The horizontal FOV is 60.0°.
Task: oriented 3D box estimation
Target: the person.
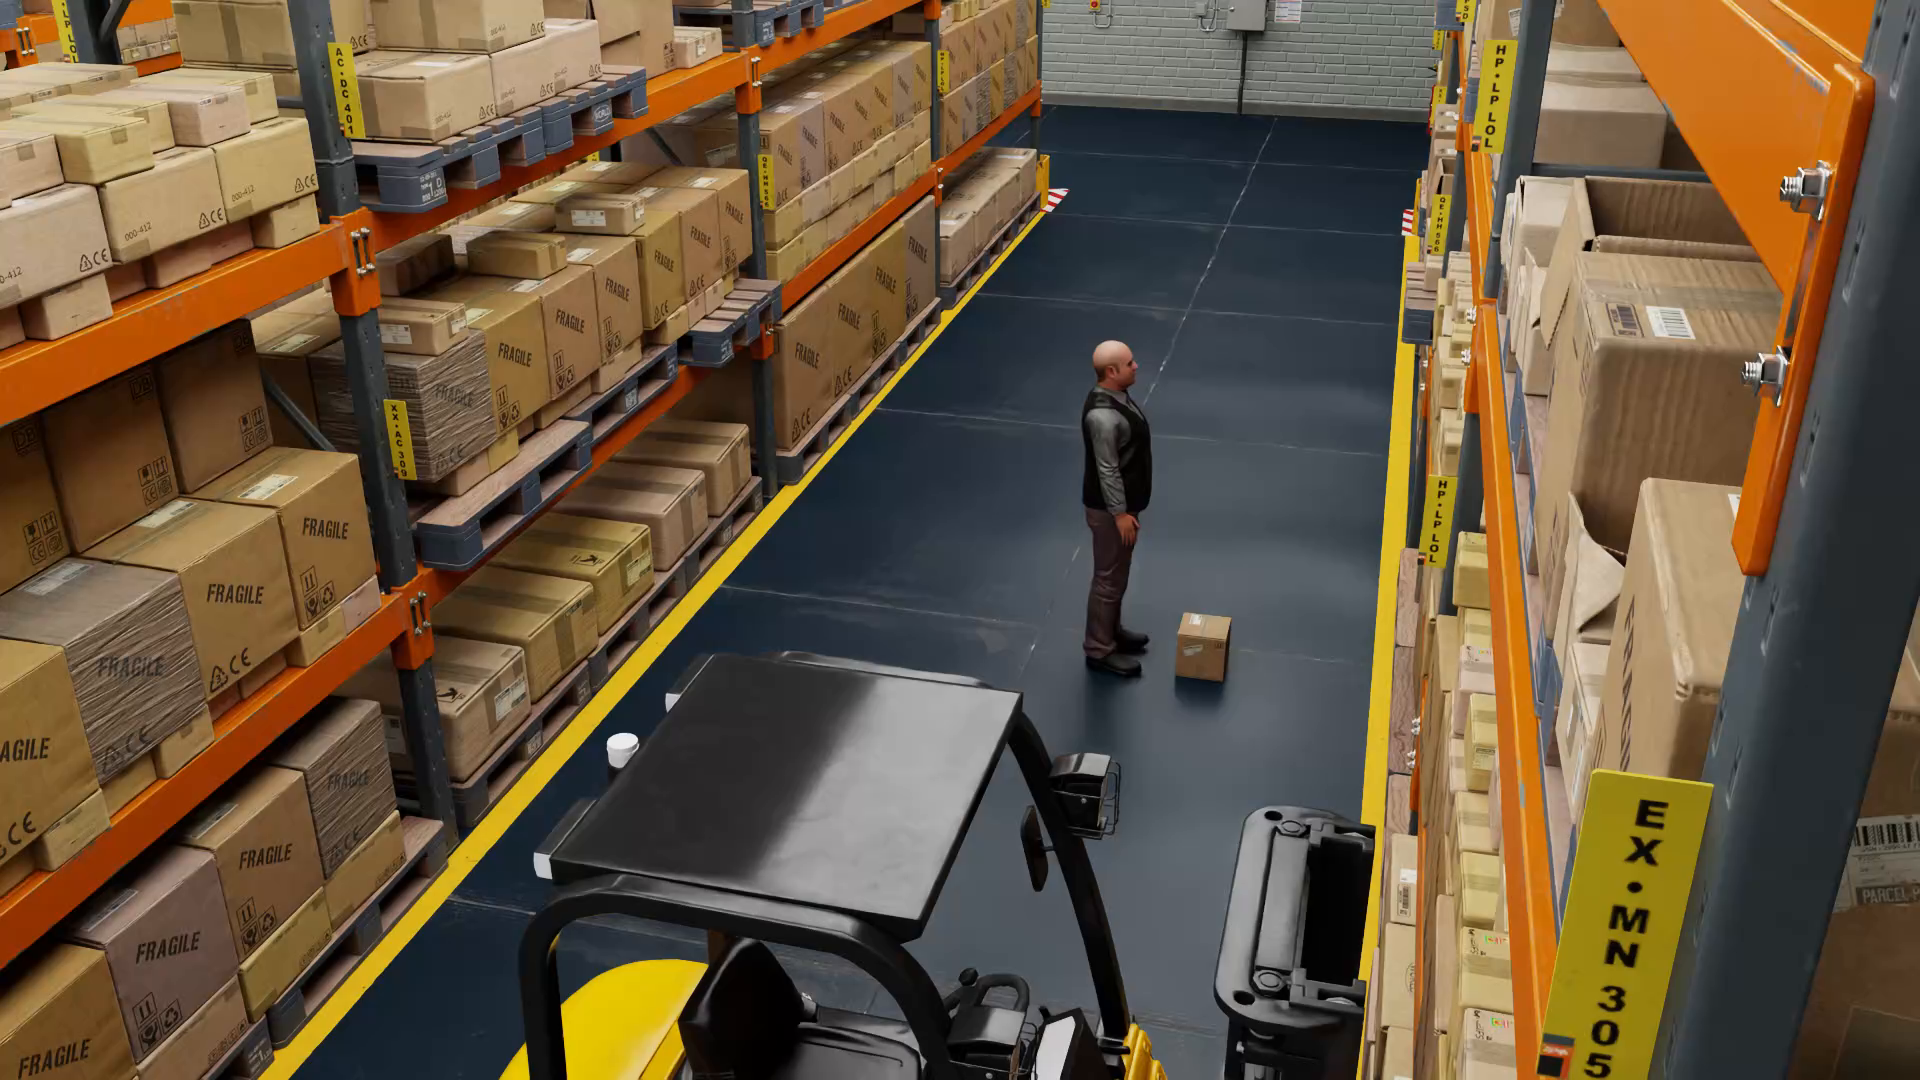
[{"bbox_3d":[0.805,-0.179,8.479,0.387,1.735,0.553,3,25,7],"label":"person"}]
